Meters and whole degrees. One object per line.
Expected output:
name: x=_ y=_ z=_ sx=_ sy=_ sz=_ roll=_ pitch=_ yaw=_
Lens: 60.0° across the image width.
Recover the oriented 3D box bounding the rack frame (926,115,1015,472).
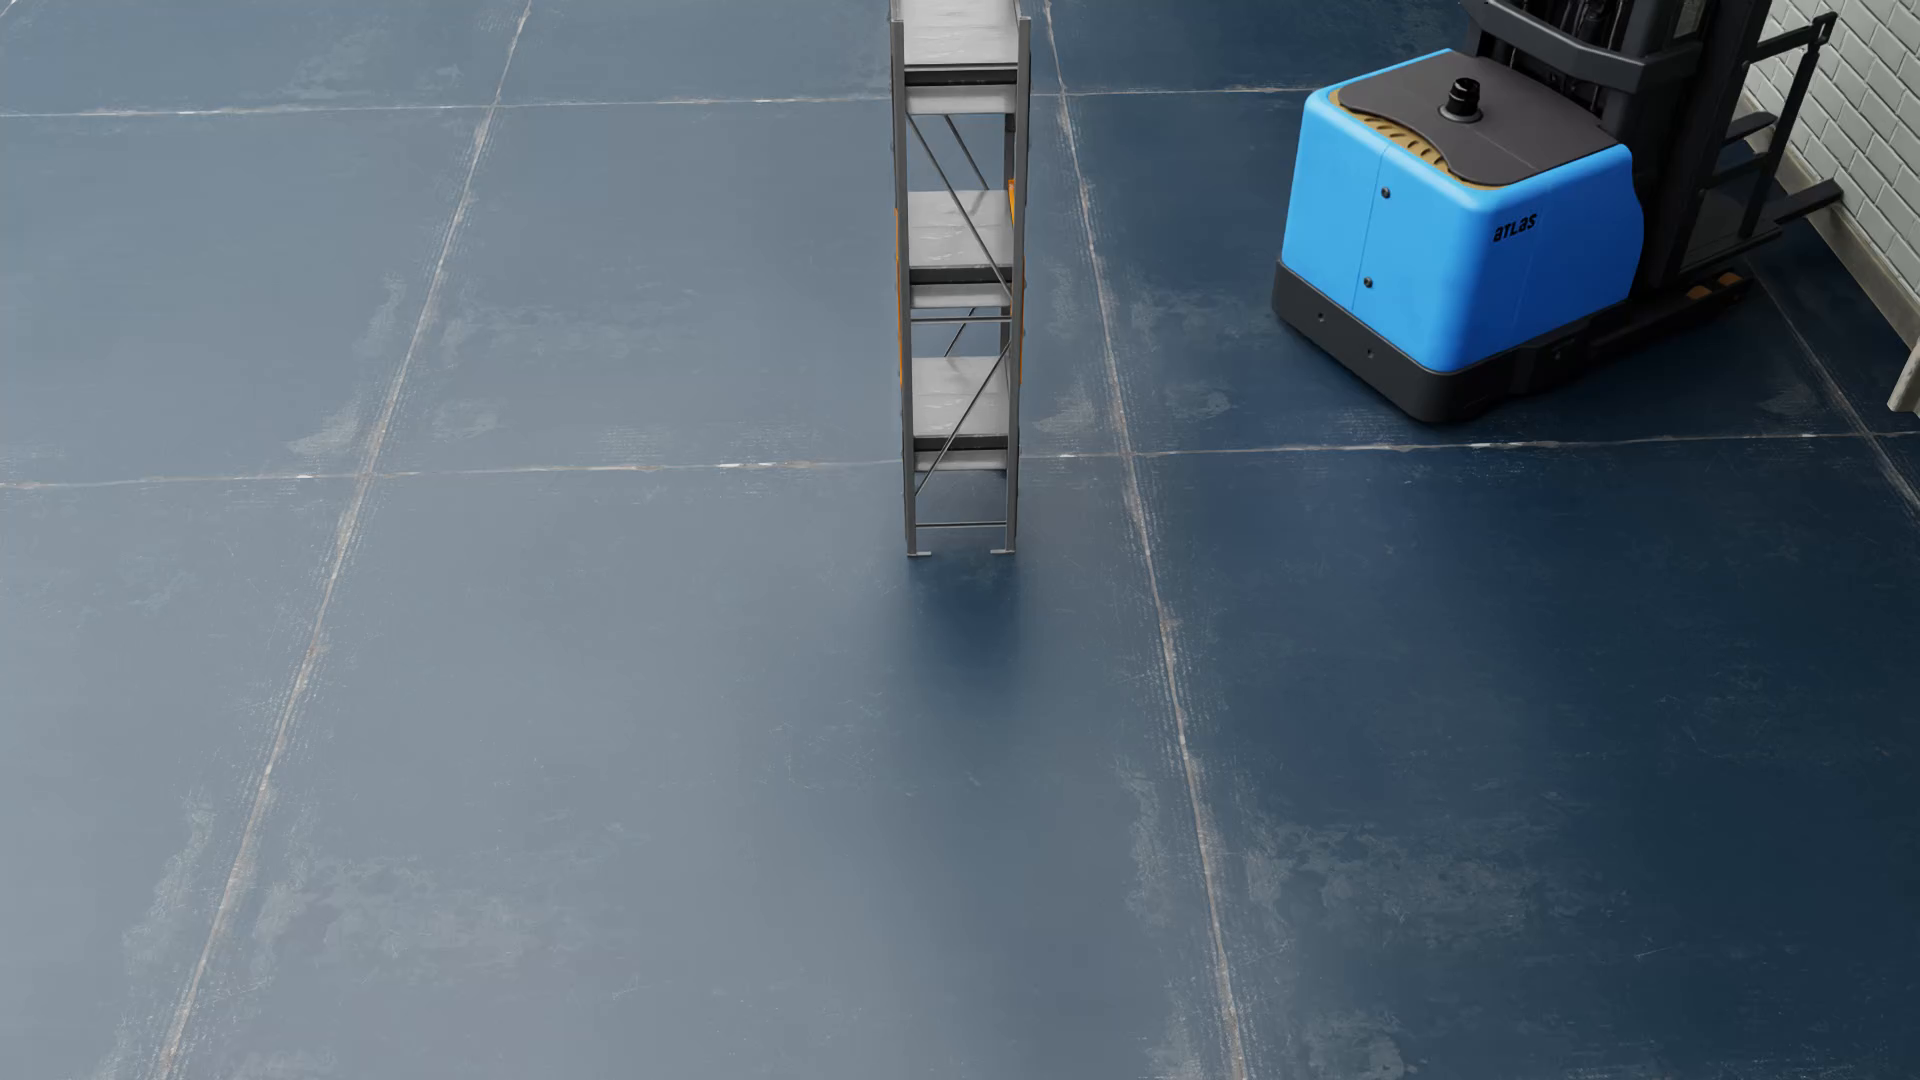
rack frame: x=-0.017 y=-1.051 z=5.842 sx=0.400 sy=2.100 sz=0.015 roll=-2 pitch=43 yaw=-2

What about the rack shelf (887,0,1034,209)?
rack shelf: x=-0.007 y=-1.392 z=5.199 sx=0.431 sy=0.518 sz=0.480 roll=-2 pitch=43 yaw=-2

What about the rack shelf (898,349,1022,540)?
rack shelf: x=-0.007 y=-0.360 z=6.145 sx=0.431 sy=0.518 sz=0.480 roll=-2 pitch=43 yaw=-2

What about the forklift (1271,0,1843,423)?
forklift: x=2.882 y=-2.307 z=6.597 sx=3.031 sy=2.935 sz=1.130 roll=-23 pitch=47 yaw=-23

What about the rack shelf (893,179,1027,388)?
rack shelf: x=-0.007 y=-0.876 z=5.672 sx=0.431 sy=0.518 sz=0.480 roll=-2 pitch=43 yaw=-2

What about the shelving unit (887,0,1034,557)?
shelving unit: x=-0.007 y=-0.886 z=5.662 sx=0.431 sy=2.100 sz=0.503 roll=-2 pitch=43 yaw=-2

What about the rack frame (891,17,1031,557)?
rack frame: x=0.003 y=-0.721 z=5.483 sx=0.400 sy=2.100 sz=0.015 roll=-2 pitch=43 yaw=-2
